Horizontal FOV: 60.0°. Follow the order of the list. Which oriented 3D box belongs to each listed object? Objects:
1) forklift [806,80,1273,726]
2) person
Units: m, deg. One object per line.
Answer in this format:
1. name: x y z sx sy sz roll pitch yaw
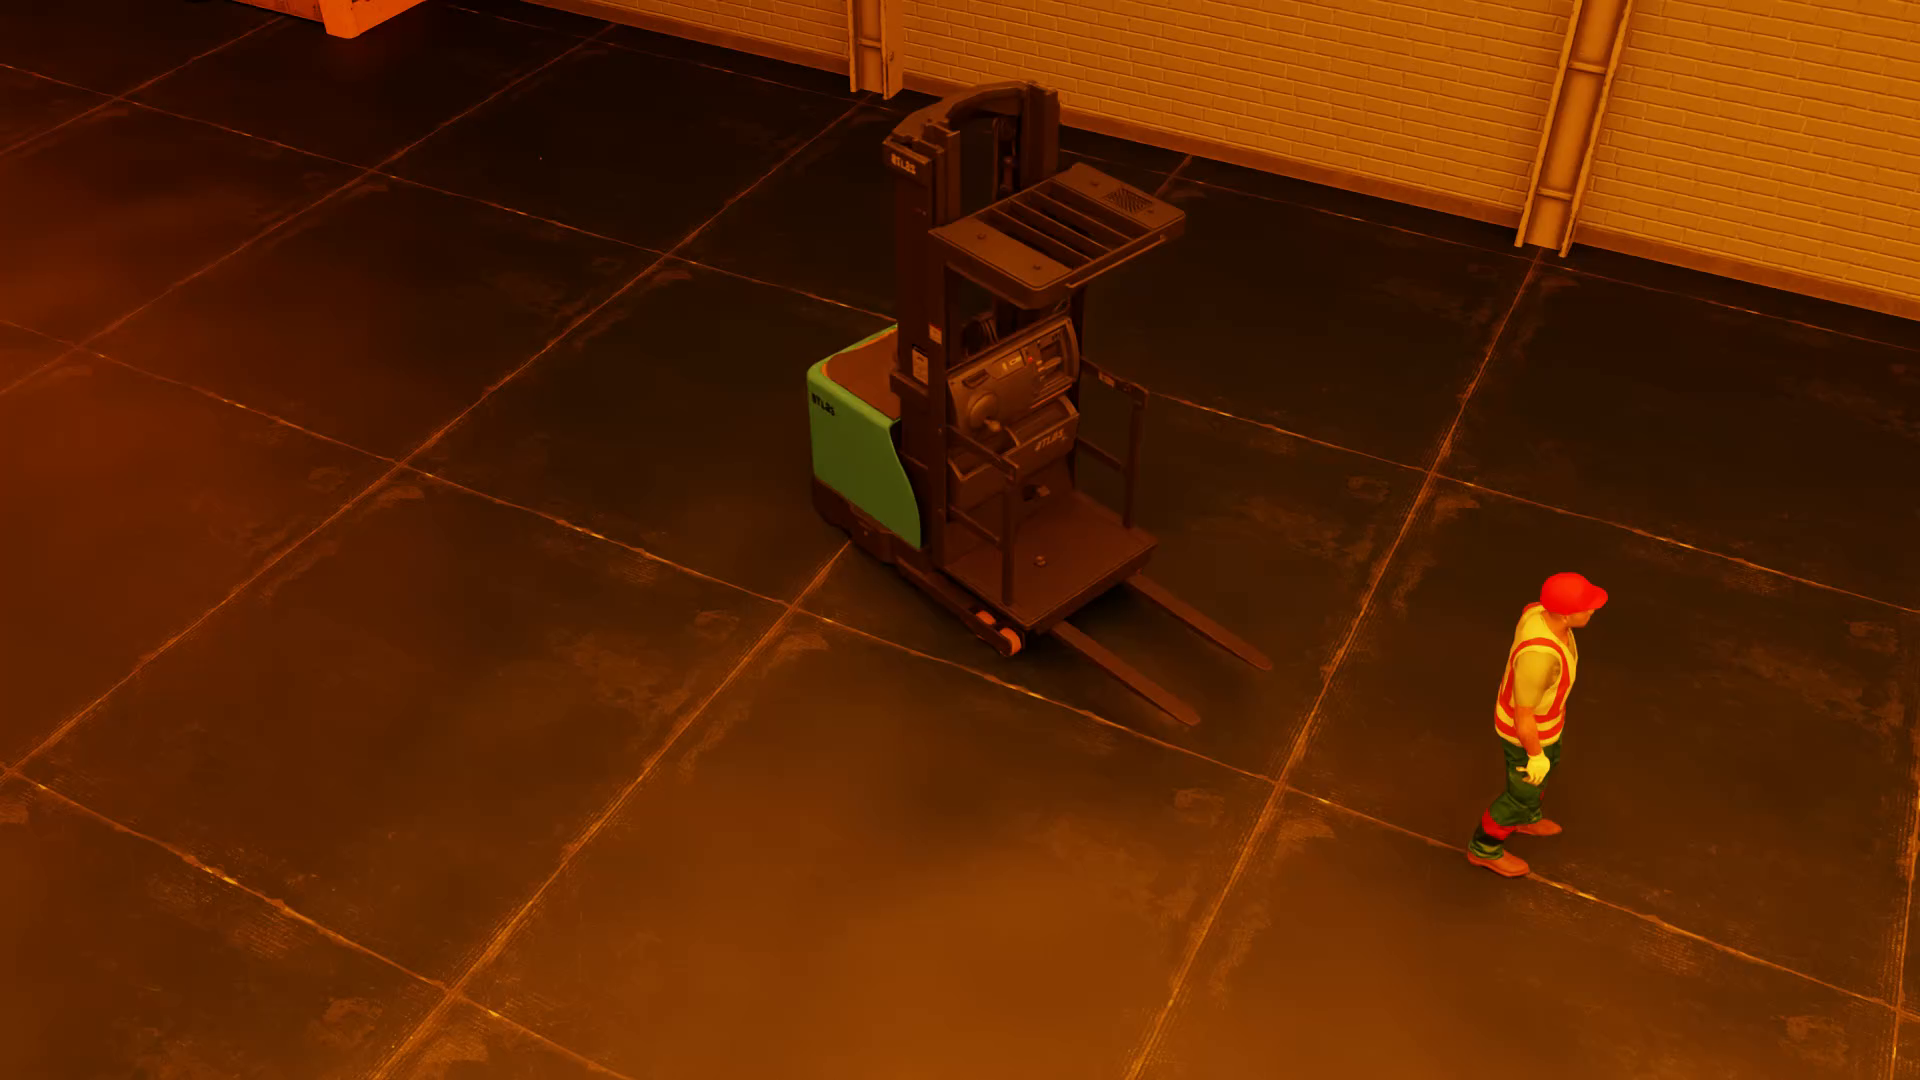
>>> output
1. forklift: 0.444 -0.832 8.974 1.130 2.935 3.031 -31 49 -31
2. person: 2.768 0.889 7.851 0.506 1.814 0.630 14 42 16
